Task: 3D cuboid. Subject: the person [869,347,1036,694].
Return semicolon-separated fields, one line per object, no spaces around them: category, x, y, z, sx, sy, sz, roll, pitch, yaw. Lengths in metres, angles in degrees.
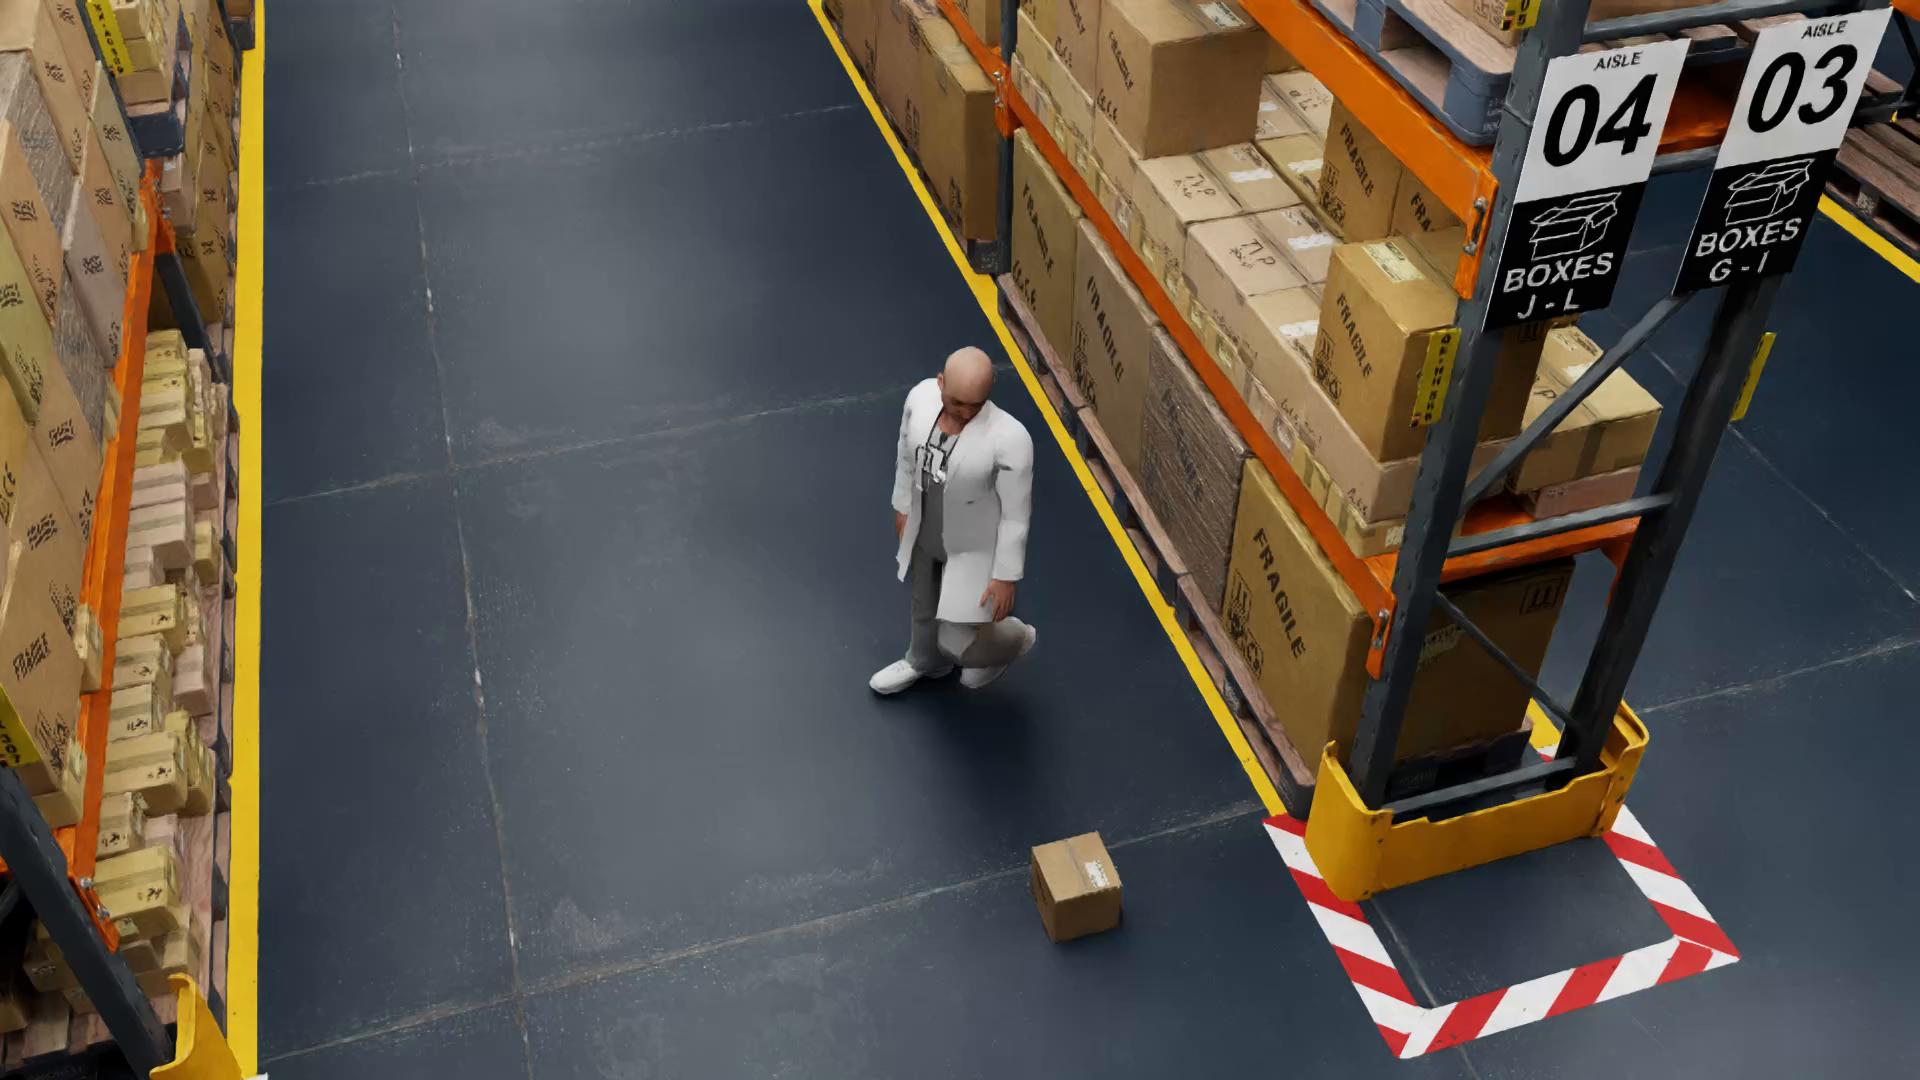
person;0.024;-0.021;6.182;0.652;1.761;0.565;33;51;31
